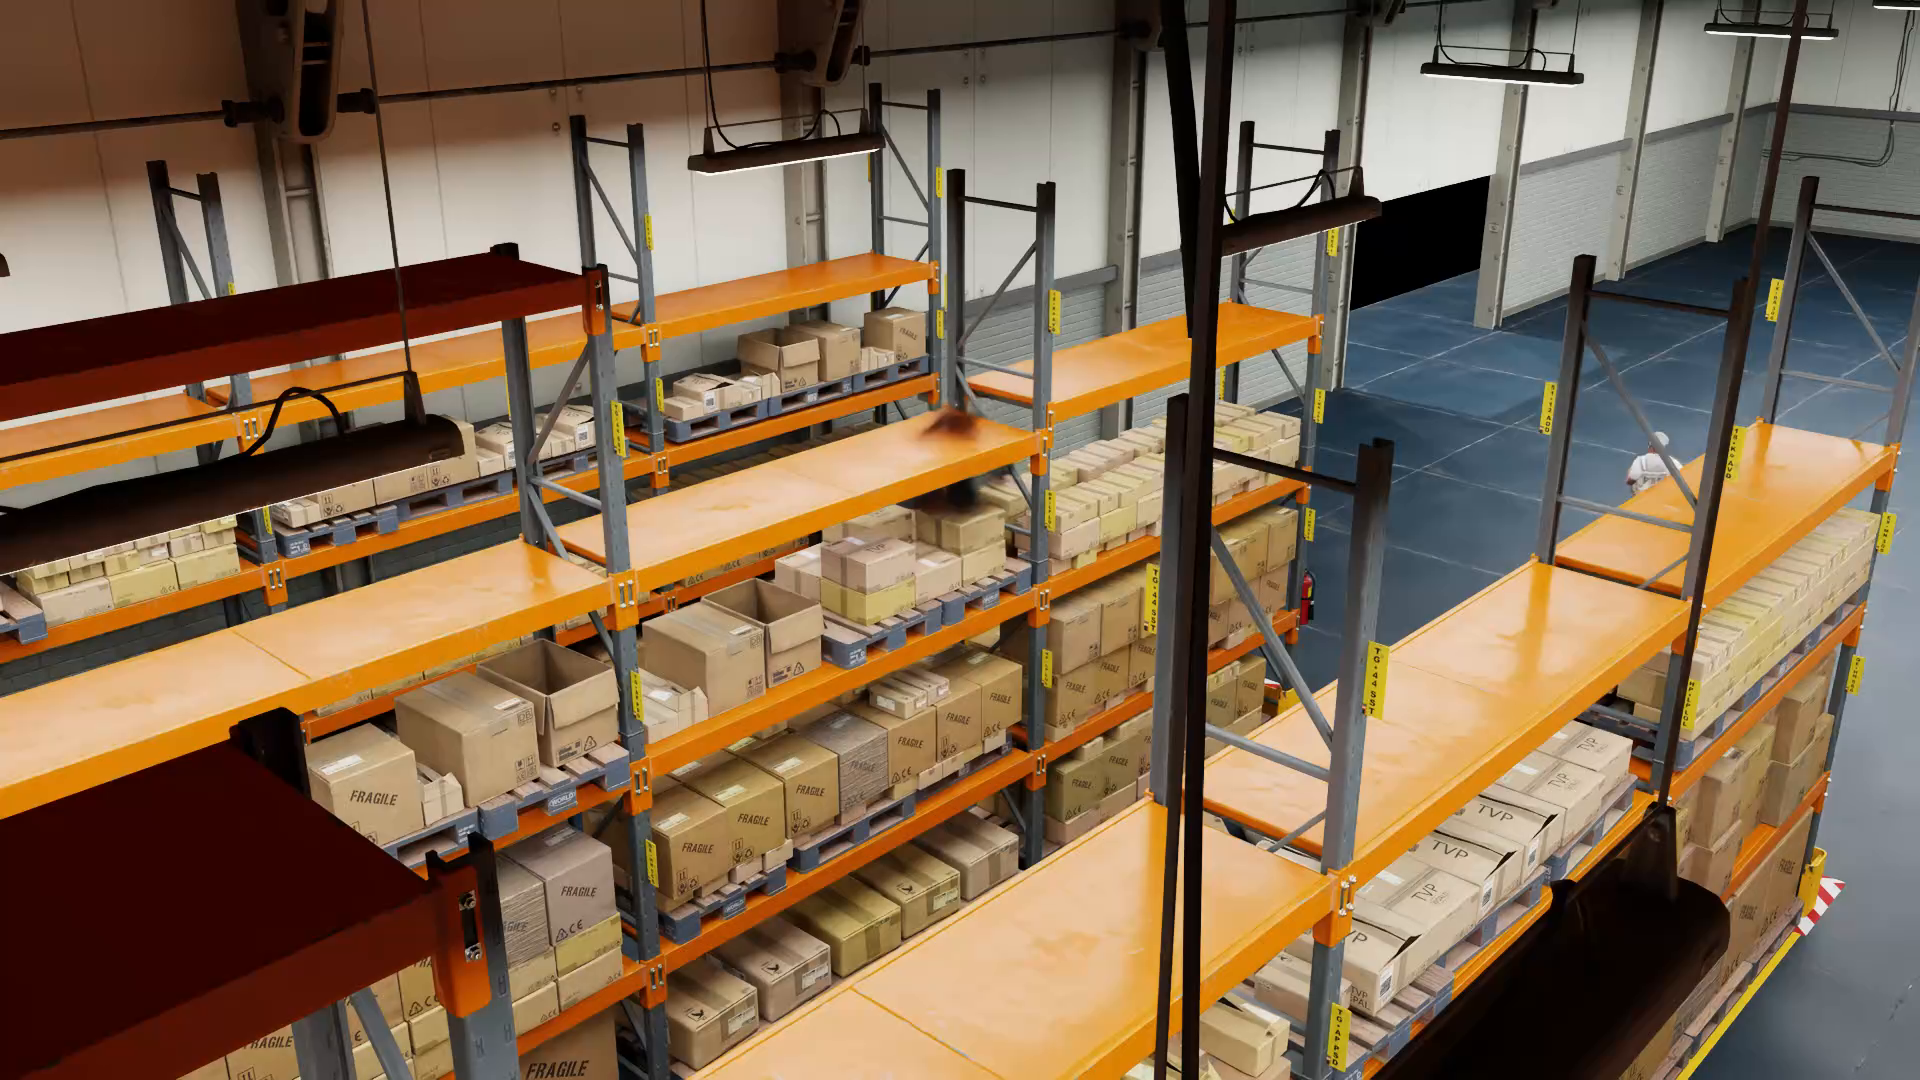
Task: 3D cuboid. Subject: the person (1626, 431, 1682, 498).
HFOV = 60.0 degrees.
[{"bbox_3d":[8.611,-0.461,20.808,0.638,1.851,0.791,-3,21,-7],"label":"person"}]
